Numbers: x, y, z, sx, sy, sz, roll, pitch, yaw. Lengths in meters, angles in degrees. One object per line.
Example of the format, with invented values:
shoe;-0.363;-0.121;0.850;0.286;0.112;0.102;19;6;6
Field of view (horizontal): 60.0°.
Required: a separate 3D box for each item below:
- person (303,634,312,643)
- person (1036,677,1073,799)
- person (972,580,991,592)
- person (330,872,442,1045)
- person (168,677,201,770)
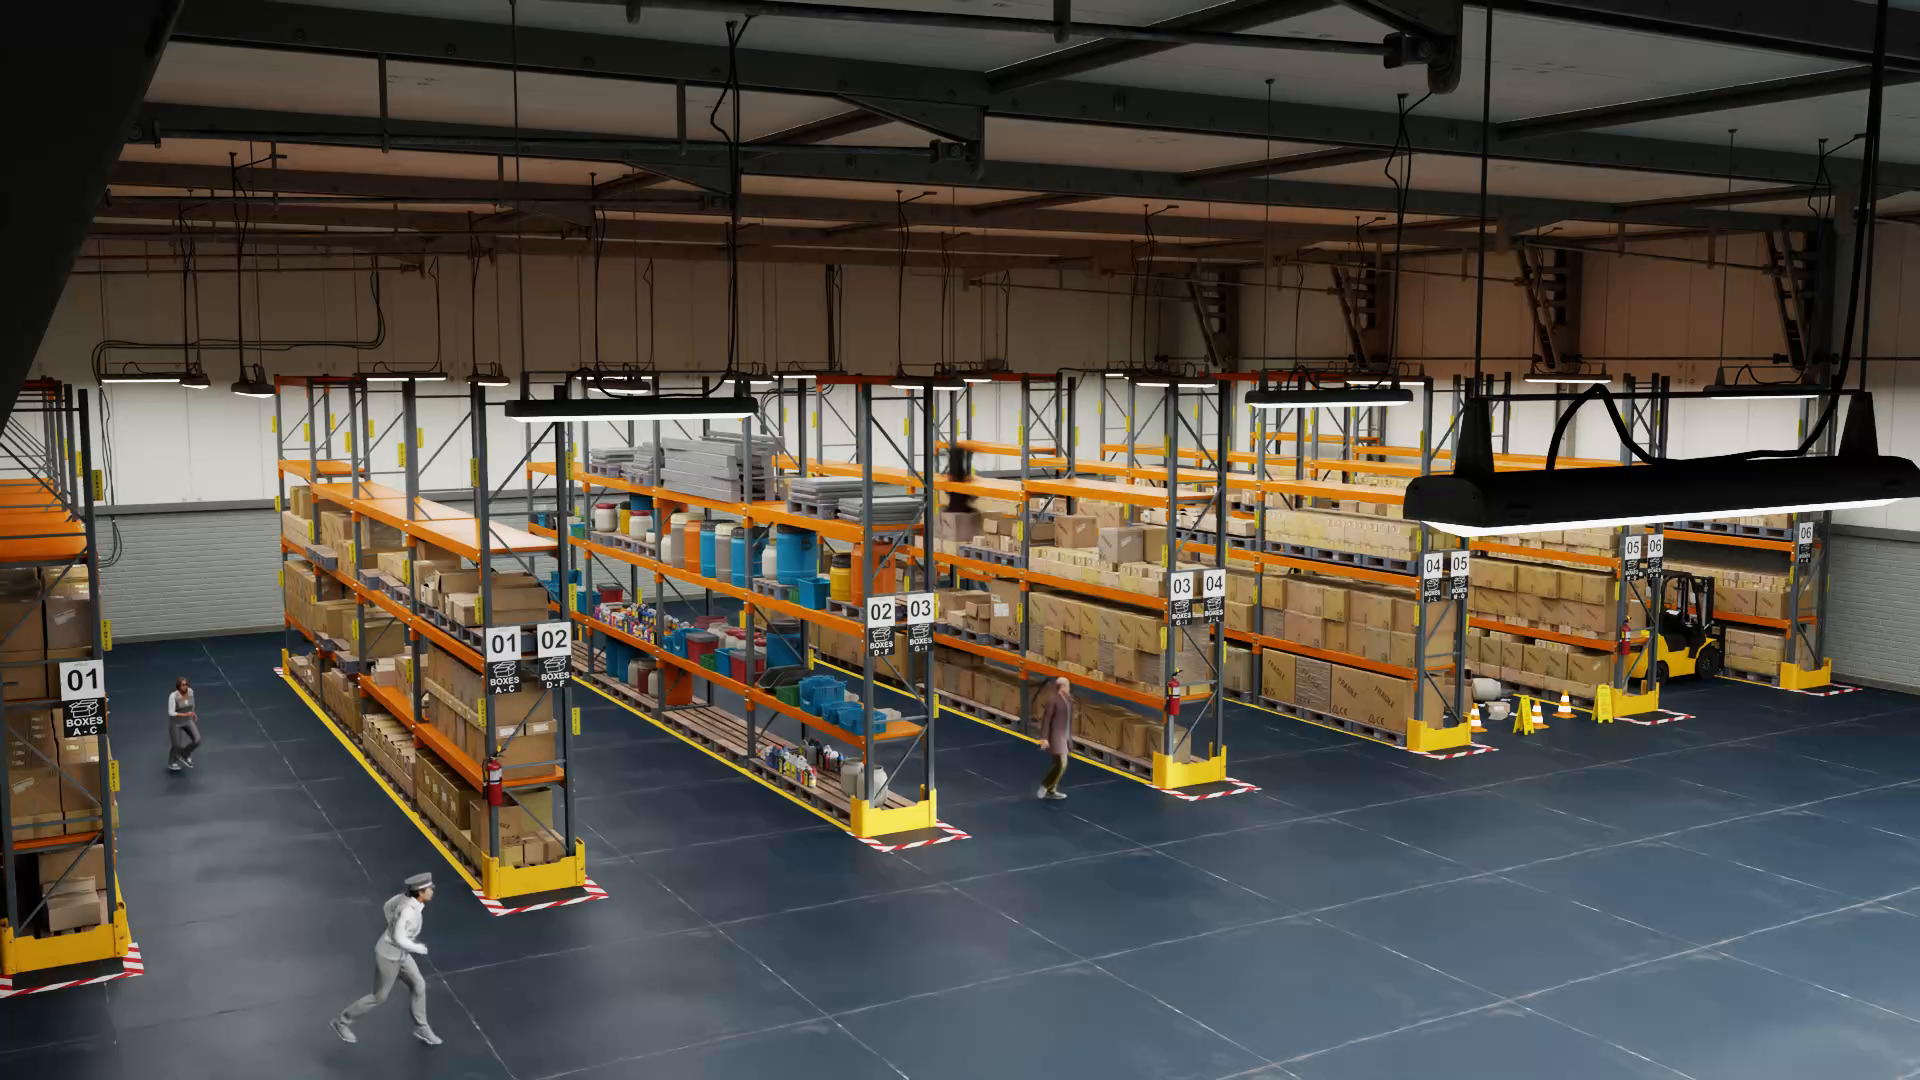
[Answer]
person;-14.416;1.509;36.604;0.658;1.682;0.770;4;7;33
person;1.397;2.839;23.750;0.515;1.766;0.662;4;7;31
person;0.610;0.770;43.345;0.528;1.700;0.787;5;8;38
person;-5.293;3.891;15.283;0.978;1.632;0.648;-2;7;-16
person;-11.866;2.804;25.398;0.833;1.494;0.546;5;8;36
